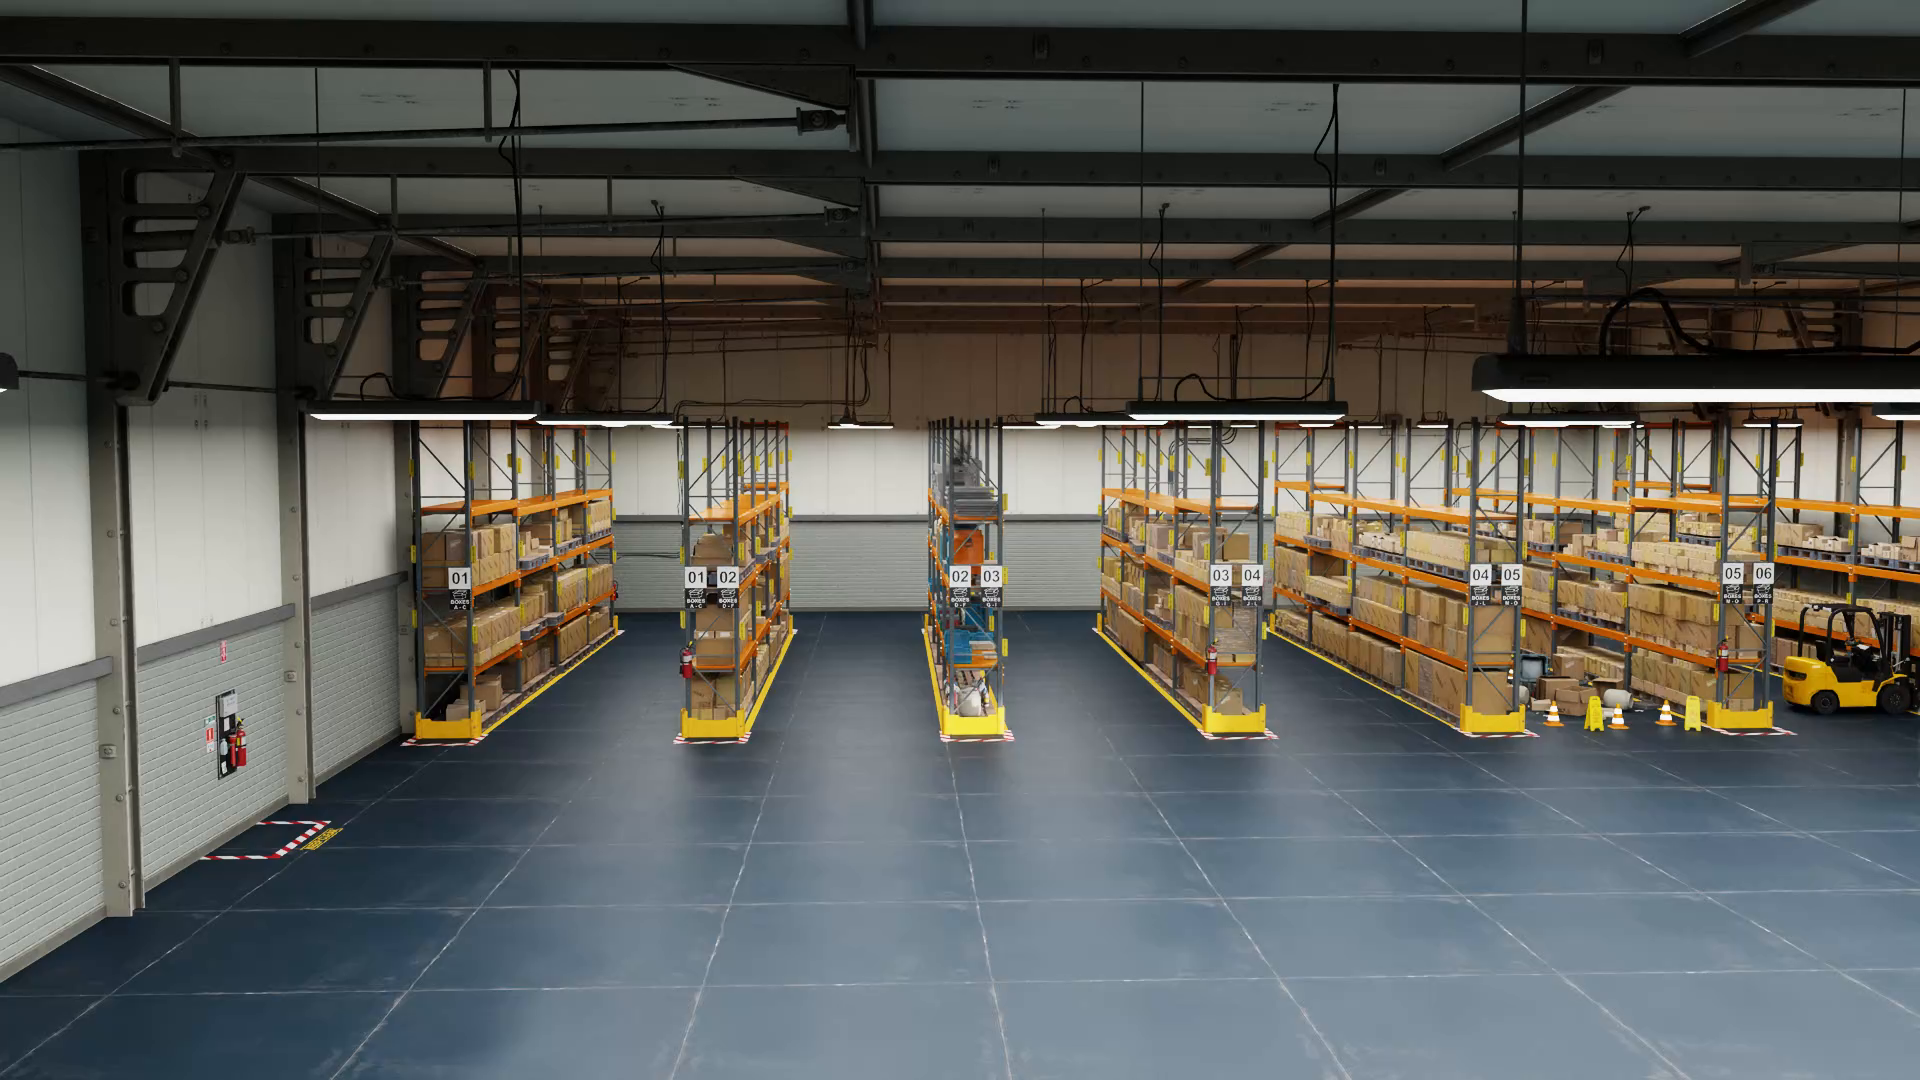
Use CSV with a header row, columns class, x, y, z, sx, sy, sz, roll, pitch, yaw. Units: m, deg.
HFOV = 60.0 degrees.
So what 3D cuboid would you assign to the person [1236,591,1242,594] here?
class,x,y,z,sx,sy,sz,roll,pitch,yaw
person,7.989,1.751,48.497,0.864,1.618,0.602,3,5,42
